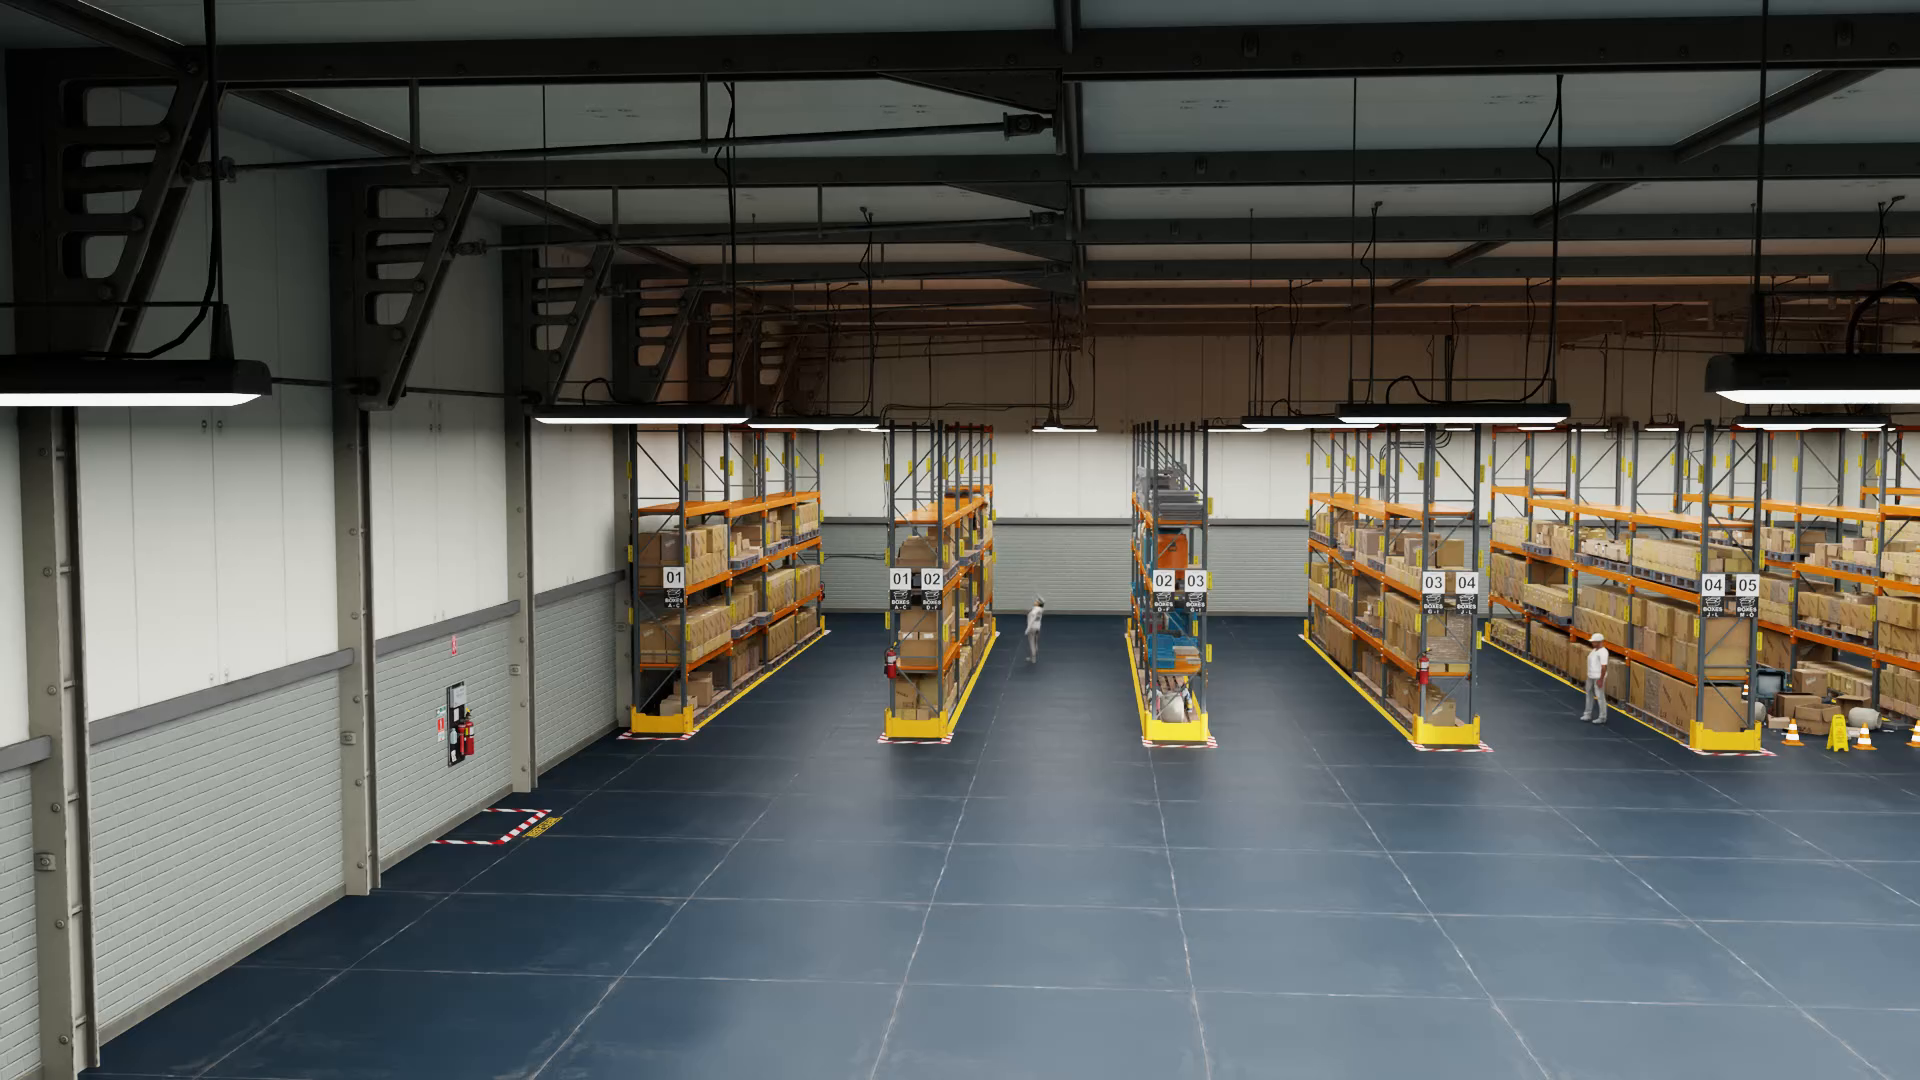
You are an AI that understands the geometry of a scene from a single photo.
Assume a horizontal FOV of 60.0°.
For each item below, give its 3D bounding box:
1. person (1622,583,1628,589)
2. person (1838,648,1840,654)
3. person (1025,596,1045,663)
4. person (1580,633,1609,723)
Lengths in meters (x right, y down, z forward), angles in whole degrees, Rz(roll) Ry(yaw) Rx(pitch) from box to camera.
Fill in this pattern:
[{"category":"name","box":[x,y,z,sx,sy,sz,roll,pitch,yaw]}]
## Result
[{"category":"person","box":[18.683,1.968,46.667,0.514,1.663,0.364,-3,5,-42]},{"category":"person","box":[22.680,2.156,43.306,0.521,1.682,0.667,-1,4,-19]},{"category":"person","box":[1.806,2.233,41.527,0.661,1.680,0.496,4,5,45]},{"category":"person","box":[12.653,2.736,33.127,0.473,1.766,0.632,-1,4,-12]}]
